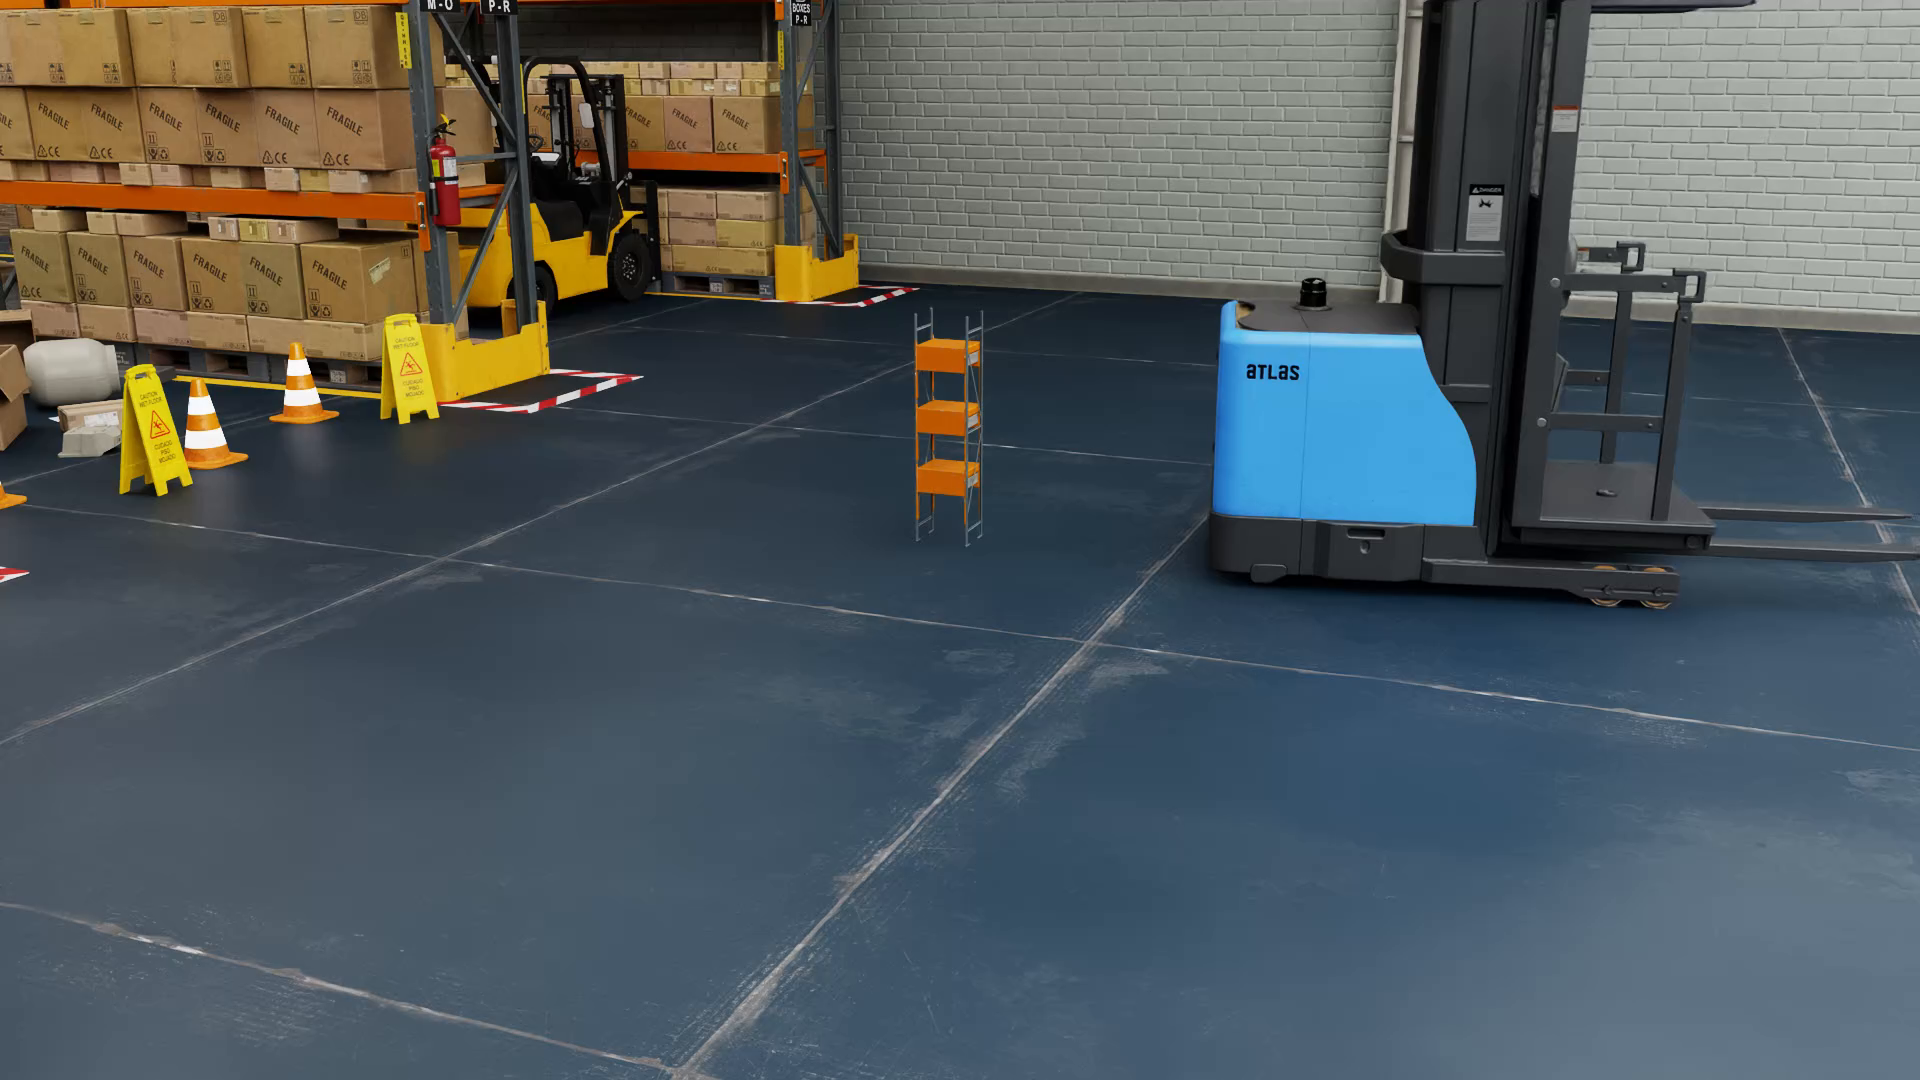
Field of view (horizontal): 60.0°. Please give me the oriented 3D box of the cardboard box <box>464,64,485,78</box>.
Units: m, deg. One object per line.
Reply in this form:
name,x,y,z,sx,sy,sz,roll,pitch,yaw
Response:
cardboard box,-4.610,-4.578,16.188,0.250,0.149,0.380,7,17,21

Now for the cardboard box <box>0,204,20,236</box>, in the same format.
cardboard box,-10.714,-3.737,18.897,0.500,0.500,0.500,6,17,19

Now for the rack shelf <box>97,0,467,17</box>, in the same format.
rack shelf,-6.942,-5.484,17.094,4.000,0.370,1.077,6,17,21

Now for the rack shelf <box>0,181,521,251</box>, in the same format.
rack shelf,-5.038,-2.347,11.667,4.000,0.370,1.077,6,17,21

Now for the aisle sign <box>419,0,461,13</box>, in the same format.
aisle sign,-3.227,-3.654,10.218,0.004,0.787,0.394,6,17,21

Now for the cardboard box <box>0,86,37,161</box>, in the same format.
cardboard box,-6.592,-2.970,11.812,0.500,0.500,0.500,6,17,20

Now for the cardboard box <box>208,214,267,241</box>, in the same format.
cardboard box,-4.862,-2.129,11.296,0.250,0.149,0.380,7,18,23

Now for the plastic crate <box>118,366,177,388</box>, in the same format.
plastic crate,-5.739,-1.121,11.393,0.583,0.080,0.402,0,16,1

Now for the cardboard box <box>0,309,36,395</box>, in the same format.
cardboard box,-6.401,-1.235,11.026,0.500,0.500,0.500,-9,18,-27

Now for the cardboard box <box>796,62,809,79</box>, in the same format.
cardboard box,-1.594,-4.367,15.461,0.250,0.149,0.380,6,17,20

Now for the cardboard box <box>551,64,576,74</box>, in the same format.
cardboard box,-3.666,-4.466,15.801,0.250,0.149,0.380,6,17,20

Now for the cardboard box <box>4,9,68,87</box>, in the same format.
cardboard box,-6.102,-3.409,11.528,0.500,0.500,0.700,6,17,21

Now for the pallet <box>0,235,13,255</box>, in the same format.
pallet,-10.614,-3.466,19.233,1.213,0.211,1.003,6,17,21

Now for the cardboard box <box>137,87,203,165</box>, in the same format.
cardboard box,-5.177,-2.824,11.307,0.500,0.500,0.500,6,17,21

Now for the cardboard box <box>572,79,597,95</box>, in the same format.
cardboard box,-3.450,-4.280,15.693,0.250,0.149,0.380,6,17,19

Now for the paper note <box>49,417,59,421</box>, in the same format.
paper note,-5.523,-0.762,10.265,0.142,0.019,0.148,14,21,40

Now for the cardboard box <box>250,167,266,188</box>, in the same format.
cardboard box,-4.549,-2.460,11.217,0.250,0.149,0.380,7,17,21

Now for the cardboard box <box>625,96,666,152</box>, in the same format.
cardboard box,-2.870,-3.913,15.594,0.500,0.500,0.500,6,17,20

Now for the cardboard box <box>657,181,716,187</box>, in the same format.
cardboard box,-2.665,-3.339,16.180,0.500,0.250,0.500,6,17,20

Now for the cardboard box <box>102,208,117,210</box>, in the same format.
cardboard box,-9.274,-3.582,18.363,0.500,0.500,0.500,7,18,22

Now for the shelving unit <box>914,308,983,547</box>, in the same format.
shelving unit,-0.050,-0.510,7.546,0.252,1.050,0.215,6,17,21

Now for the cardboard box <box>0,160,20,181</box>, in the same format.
cardboard box,-6.724,-2.661,11.909,0.250,0.149,0.380,6,17,20

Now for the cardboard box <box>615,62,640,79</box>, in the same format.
cardboard box,-2.995,-4.364,15.450,0.250,0.149,0.380,7,17,22

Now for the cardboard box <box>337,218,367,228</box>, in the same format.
cardboard box,-6.290,-3.377,17.434,0.625,0.625,0.875,6,17,20

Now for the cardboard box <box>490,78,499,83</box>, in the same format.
cardboard box,-4.387,-4.398,16.099,0.250,0.149,0.380,6,17,21

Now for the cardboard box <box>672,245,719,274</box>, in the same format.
cardboard box,-2.372,-2.676,15.689,0.500,0.250,0.500,6,17,21

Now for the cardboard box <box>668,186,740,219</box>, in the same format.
cardboard box,-2.380,-3.153,15.541,0.500,0.250,0.500,7,17,22

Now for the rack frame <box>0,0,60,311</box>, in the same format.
rack frame,-6.899,-2.897,12.271,0.127,3.000,1.000,6,17,21

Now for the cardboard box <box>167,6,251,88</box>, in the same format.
cardboard box,-4.713,-3.233,10.925,0.500,0.500,0.700,6,17,20

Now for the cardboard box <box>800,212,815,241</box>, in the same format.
cardboard box,-1.721,-2.998,15.904,0.500,0.250,0.500,7,17,22

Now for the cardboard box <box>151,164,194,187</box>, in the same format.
cardboard box,-5.292,-2.509,11.386,0.250,0.149,0.380,6,17,20

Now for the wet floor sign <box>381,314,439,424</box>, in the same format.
wet floor sign,-3.394,-1.060,10.167,0.232,0.644,0.267,14,21,40

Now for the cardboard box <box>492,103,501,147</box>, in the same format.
cardboard box,-4.273,-4.070,16.135,0.500,0.500,0.500,7,17,22

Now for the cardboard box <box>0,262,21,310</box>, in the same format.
cardboard box,-7.388,-1.889,12.762,0.625,0.372,0.950,7,17,21

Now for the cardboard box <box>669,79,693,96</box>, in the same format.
cardboard box,-2.479,-4.187,15.372,0.250,0.149,0.380,6,17,20

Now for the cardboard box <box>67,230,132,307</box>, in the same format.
cardboard box,-5.947,-1.956,11.864,0.500,0.500,0.500,7,18,23

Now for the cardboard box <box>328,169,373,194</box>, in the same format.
cardboard box,-3.881,-2.347,10.828,0.250,0.149,0.380,6,17,20

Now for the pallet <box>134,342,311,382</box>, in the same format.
pallet,-5.122,-1.374,12.027,1.213,0.211,1.003,6,17,21

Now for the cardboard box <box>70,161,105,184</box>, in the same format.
cardboard box,-5.994,-2.595,11.681,0.250,0.149,0.380,7,18,22

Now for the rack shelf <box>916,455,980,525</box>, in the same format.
rack shelf,-0.050,-0.233,7.627,0.240,0.259,0.215,6,17,21

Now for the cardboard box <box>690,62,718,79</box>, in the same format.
cardboard box,-2.265,-4.296,15.217,0.250,0.149,0.380,7,17,22

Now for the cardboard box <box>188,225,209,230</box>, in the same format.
cardboard box,-5.301,-2.044,12.166,0.500,0.500,0.500,7,18,24

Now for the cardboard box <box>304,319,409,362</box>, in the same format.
cardboard box,-4.051,-1.384,11.240,0.500,0.250,0.500,6,17,20

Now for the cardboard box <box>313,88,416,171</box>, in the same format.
cardboard box,-3.784,-2.662,10.751,0.500,0.500,0.500,6,17,20

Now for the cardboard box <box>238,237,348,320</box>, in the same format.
cardboard box,-4.506,-1.796,11.312,0.500,0.500,0.500,7,18,23

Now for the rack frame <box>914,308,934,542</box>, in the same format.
rack frame,-0.163,-0.522,7.589,0.008,1.050,0.200,6,17,21

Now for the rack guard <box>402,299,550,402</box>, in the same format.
rack guard,-3.249,-1.295,11.237,0.348,0.500,1.175,6,17,21

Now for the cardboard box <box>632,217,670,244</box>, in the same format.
cardboard box,-2.878,-2.967,15.794,0.500,0.250,0.500,6,17,19

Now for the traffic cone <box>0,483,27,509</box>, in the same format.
traffic cone,-4.873,-0.398,8.213,0.334,0.463,0.336,6,17,21

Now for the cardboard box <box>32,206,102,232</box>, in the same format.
cardboard box,-6.355,-2.291,11.854,0.250,0.149,0.380,7,17,21

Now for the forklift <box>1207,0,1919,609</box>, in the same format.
forklift,2.612,-1.288,6.853,3.031,2.935,1.130,3,16,9

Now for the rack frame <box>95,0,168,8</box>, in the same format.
rack frame,-8.802,-4.594,18.116,0.127,3.000,1.000,6,17,21

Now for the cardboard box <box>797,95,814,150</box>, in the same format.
cardboard box,-1.719,-3.946,15.706,0.500,0.500,0.500,7,18,22

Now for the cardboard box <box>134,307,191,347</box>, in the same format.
cardboard box,-5.454,-1.542,11.784,0.500,0.250,0.500,6,17,20

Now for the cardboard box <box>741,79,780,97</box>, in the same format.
cardboard box,-1.785,-4.098,15.065,0.250,0.149,0.380,7,17,21
